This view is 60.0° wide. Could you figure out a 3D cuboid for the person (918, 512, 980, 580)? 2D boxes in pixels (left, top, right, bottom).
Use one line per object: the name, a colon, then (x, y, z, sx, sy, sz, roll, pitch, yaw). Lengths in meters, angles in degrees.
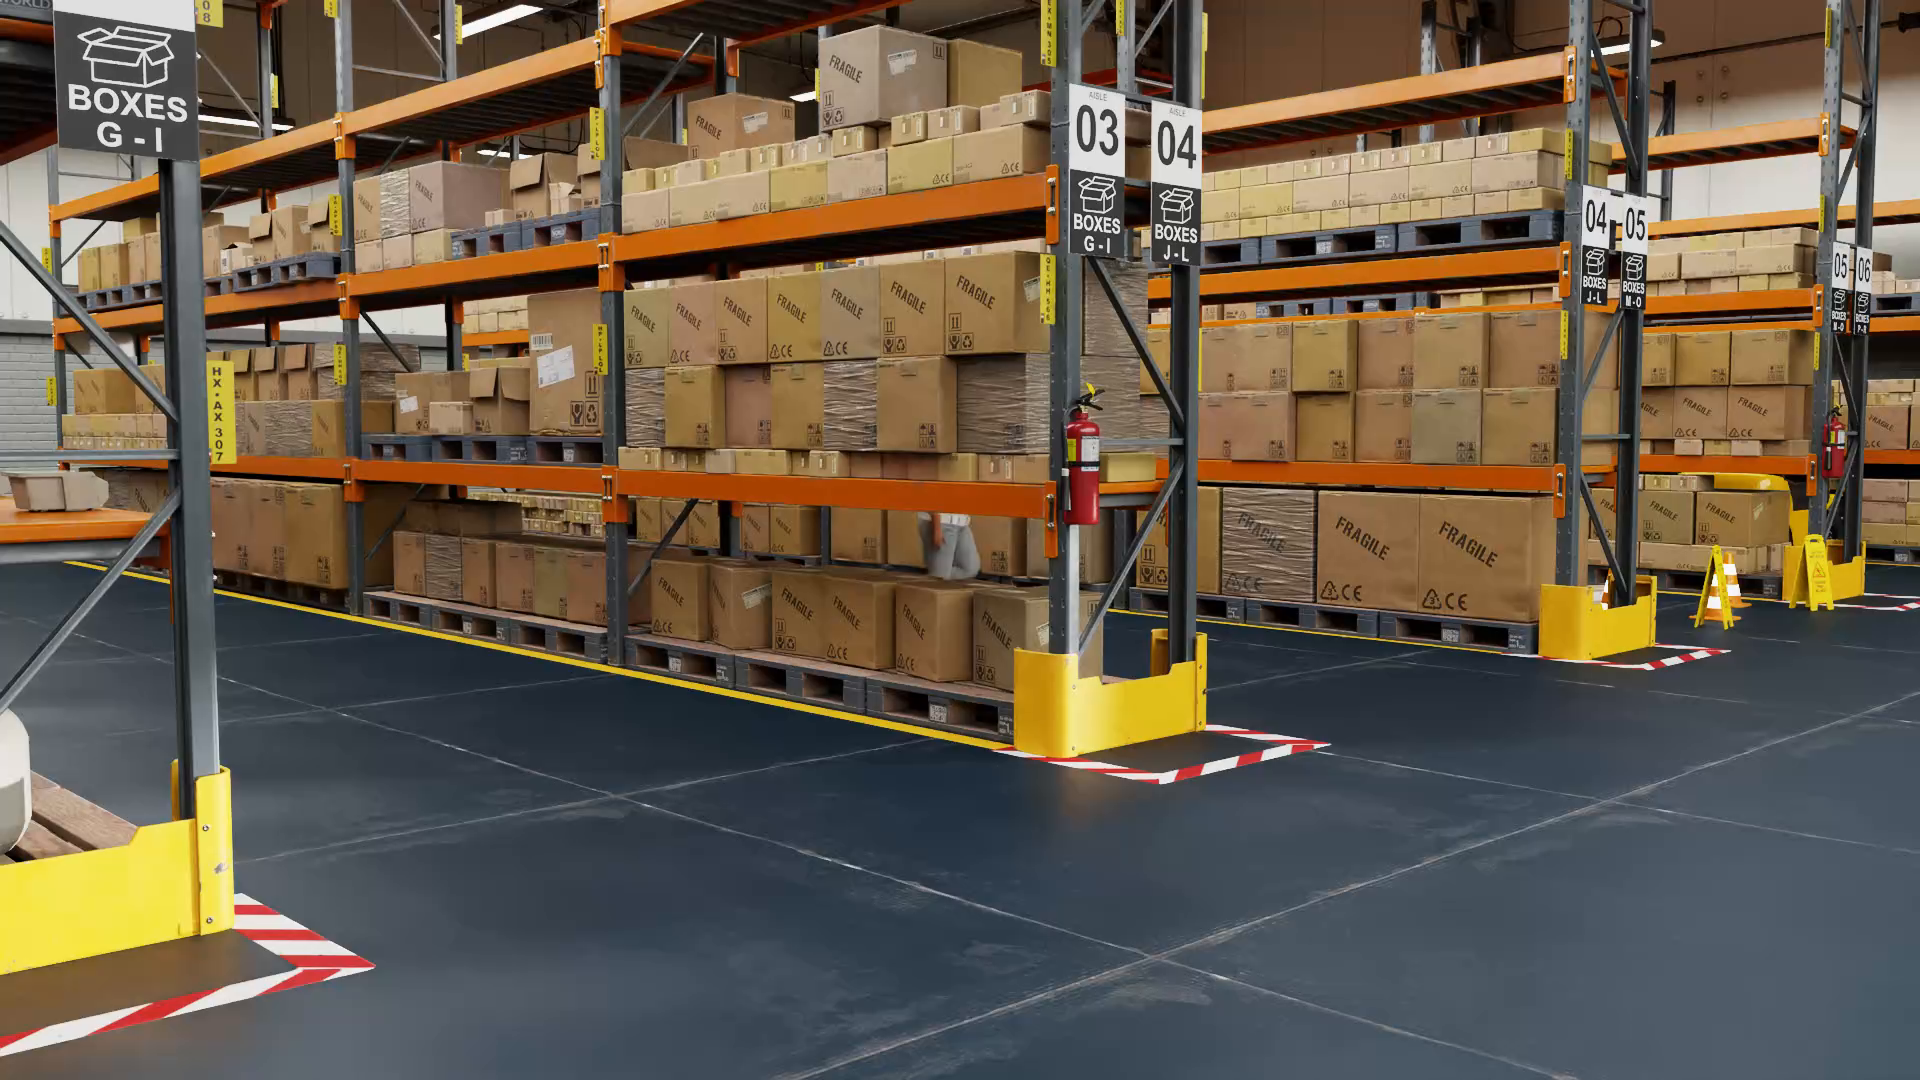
person: (-0.106, -0.099, 12.320, 0.522, 1.653, 0.546, 1, 4, 18)
